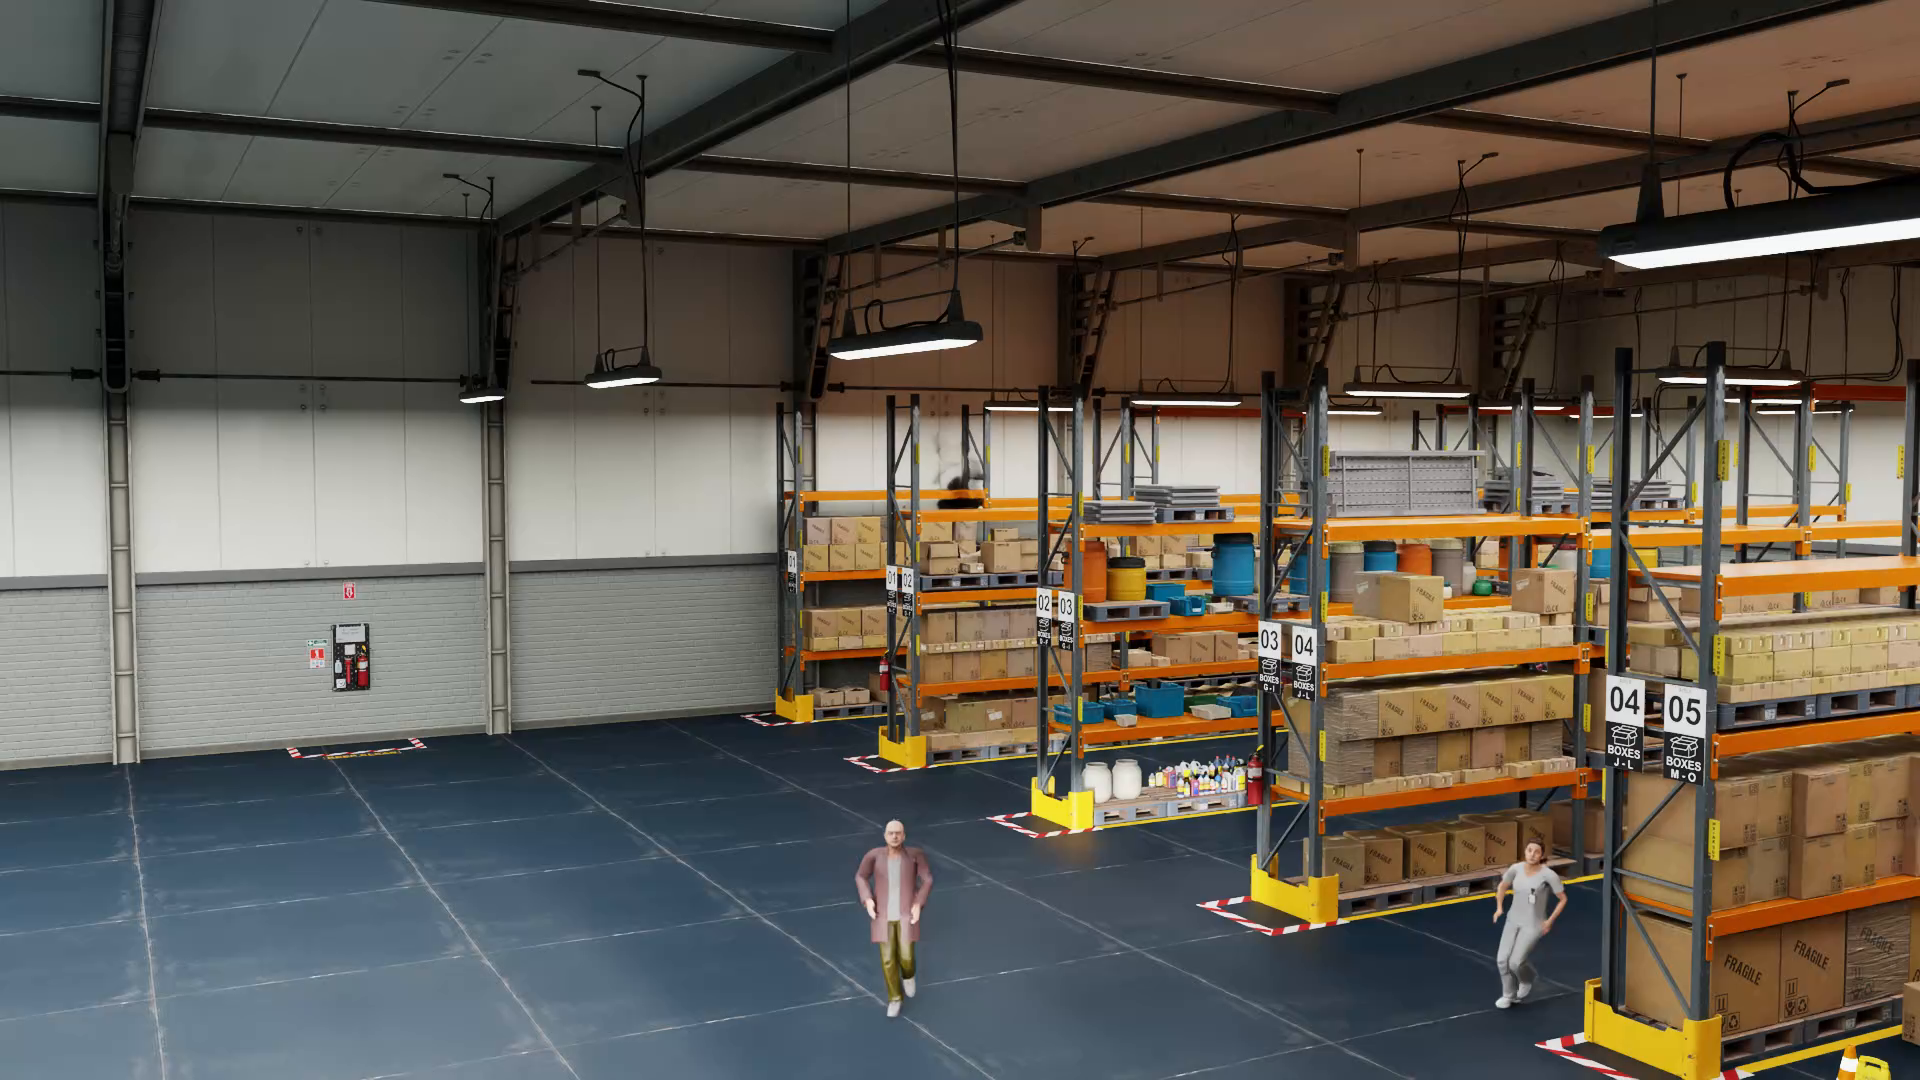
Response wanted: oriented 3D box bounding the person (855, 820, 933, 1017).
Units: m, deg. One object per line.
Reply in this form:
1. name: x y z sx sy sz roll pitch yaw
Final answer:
1. person: -0.608 3.451 15.266 0.721 1.703 0.639 0 3 2

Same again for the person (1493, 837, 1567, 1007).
1. person: 5.170 3.506 15.166 0.527 1.616 0.616 -3 4 -43
